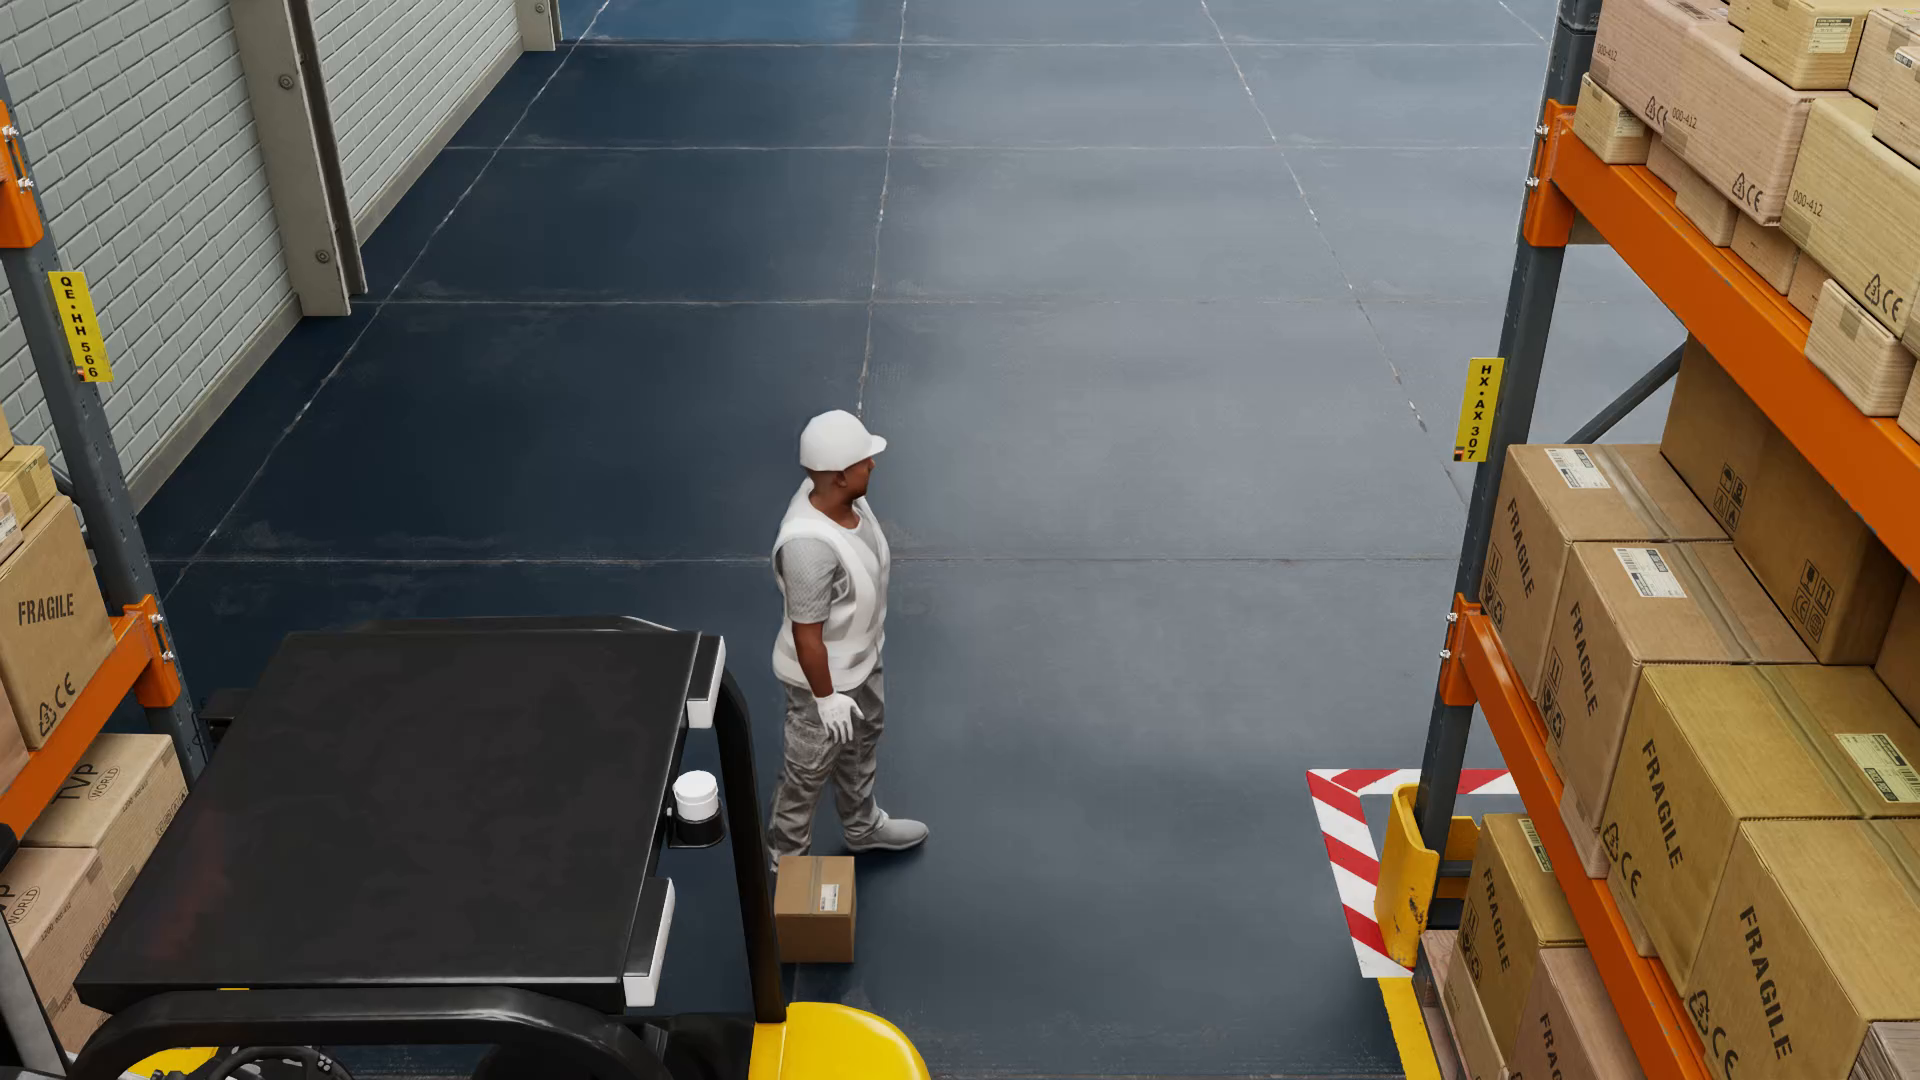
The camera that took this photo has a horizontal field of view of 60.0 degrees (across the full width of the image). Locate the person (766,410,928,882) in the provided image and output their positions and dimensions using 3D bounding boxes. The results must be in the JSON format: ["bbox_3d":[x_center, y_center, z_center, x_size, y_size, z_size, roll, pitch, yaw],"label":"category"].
[{"bbox_3d":[-0.400,0.397,5.432,0.483,1.791,0.581,7,32,11],"label":"person"}]
